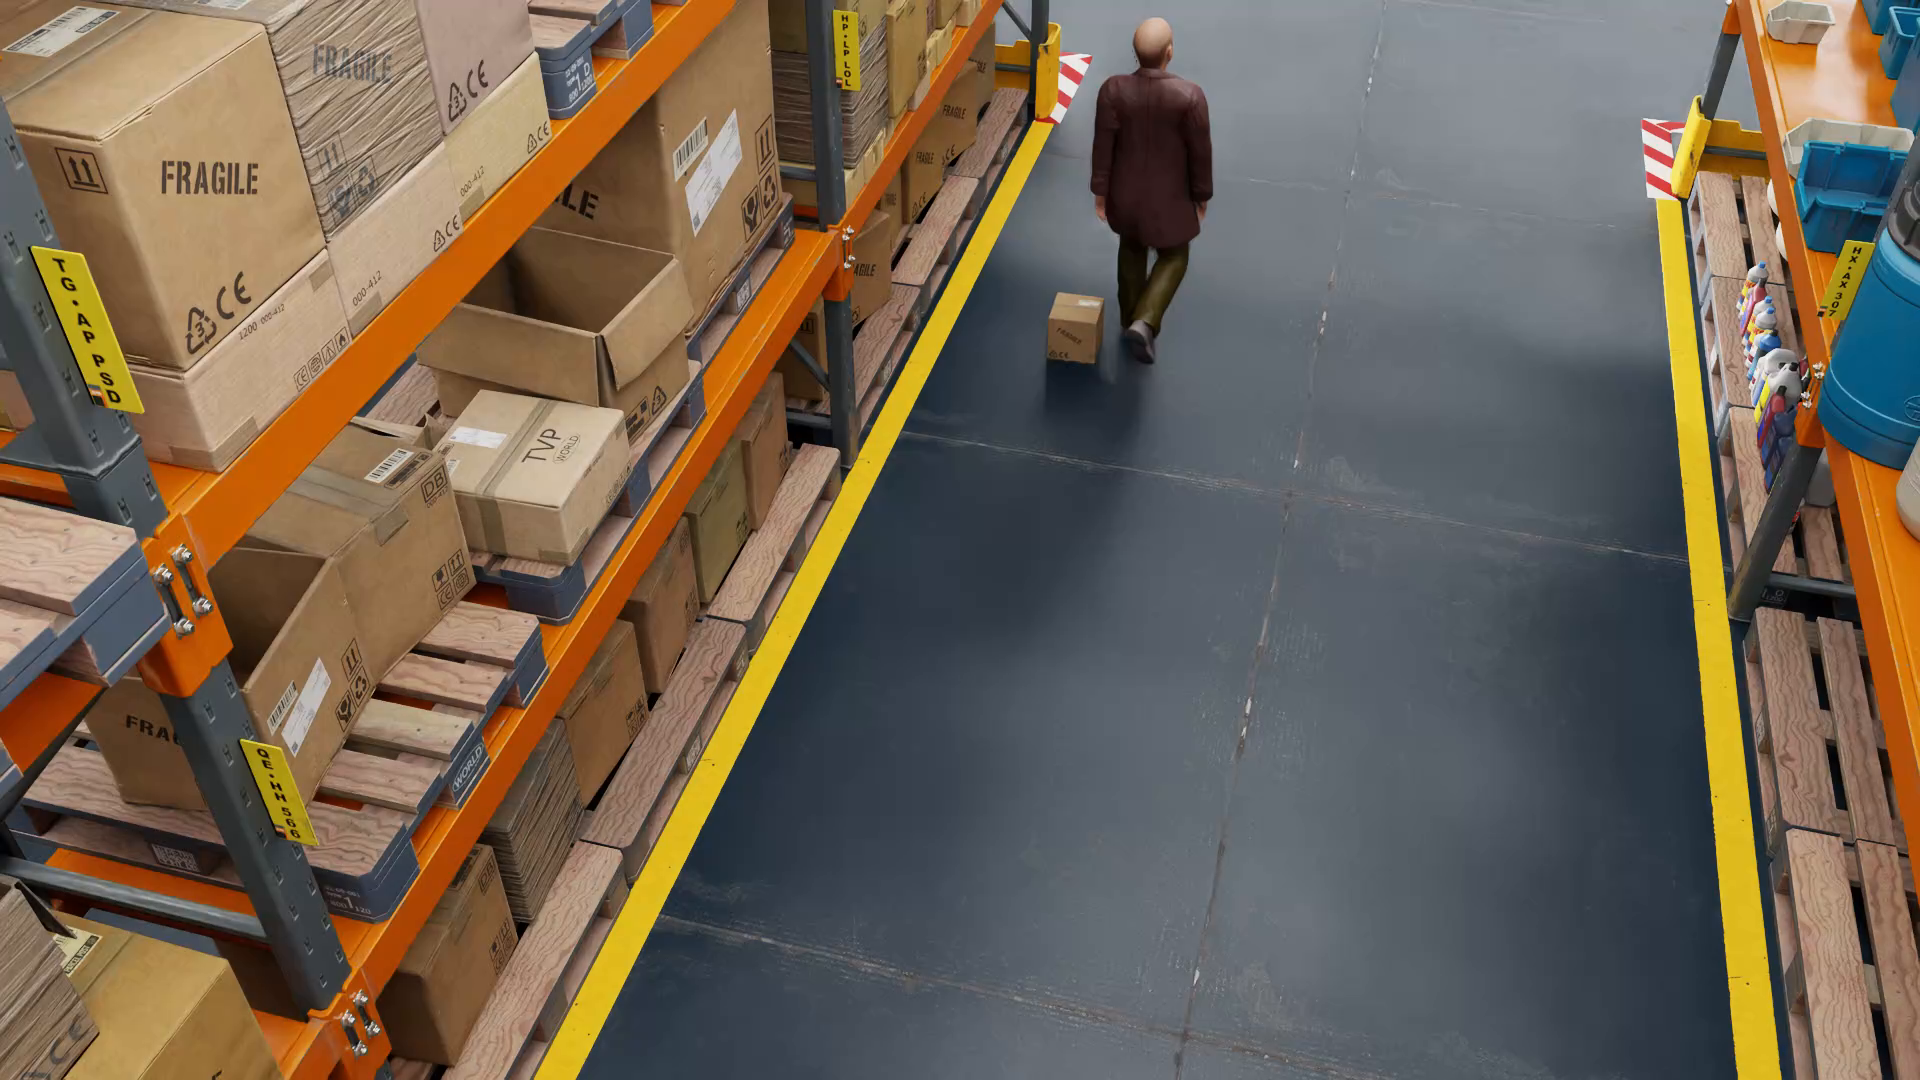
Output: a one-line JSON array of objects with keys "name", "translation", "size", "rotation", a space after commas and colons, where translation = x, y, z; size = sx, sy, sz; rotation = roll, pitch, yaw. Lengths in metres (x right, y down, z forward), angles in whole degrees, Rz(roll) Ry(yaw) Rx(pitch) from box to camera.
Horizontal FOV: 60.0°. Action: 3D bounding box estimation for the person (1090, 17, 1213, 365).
[{"name": "person", "translation": [0.921, -1.679, 8.107], "size": [0.601, 1.753, 0.815], "rotation": [14, 42, 15]}]
